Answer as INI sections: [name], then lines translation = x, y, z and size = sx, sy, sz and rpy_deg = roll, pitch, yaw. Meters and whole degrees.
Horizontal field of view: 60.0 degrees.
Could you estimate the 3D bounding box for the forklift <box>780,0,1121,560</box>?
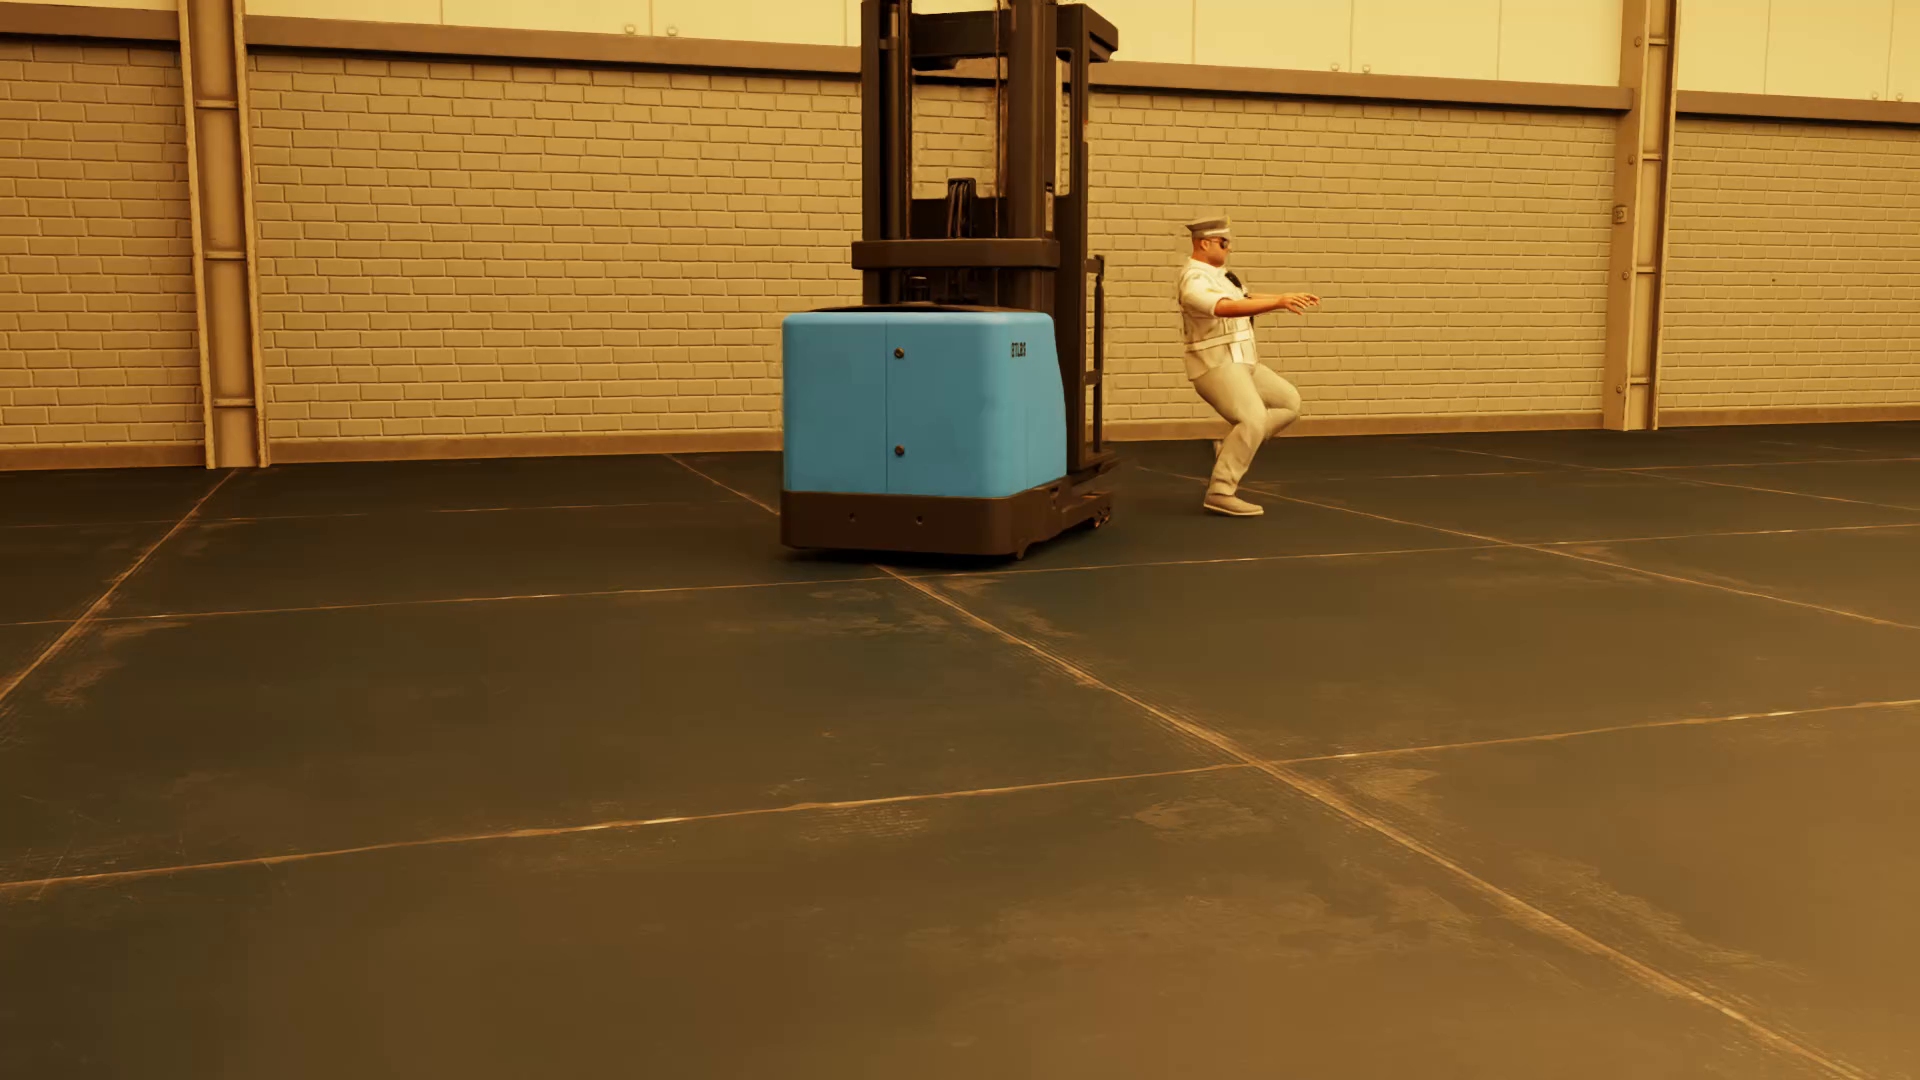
[forklift]
translation = 0.154, -1.528, 8.286
size = 1.130, 2.935, 3.031
rpy_deg = 2, 8, 18
